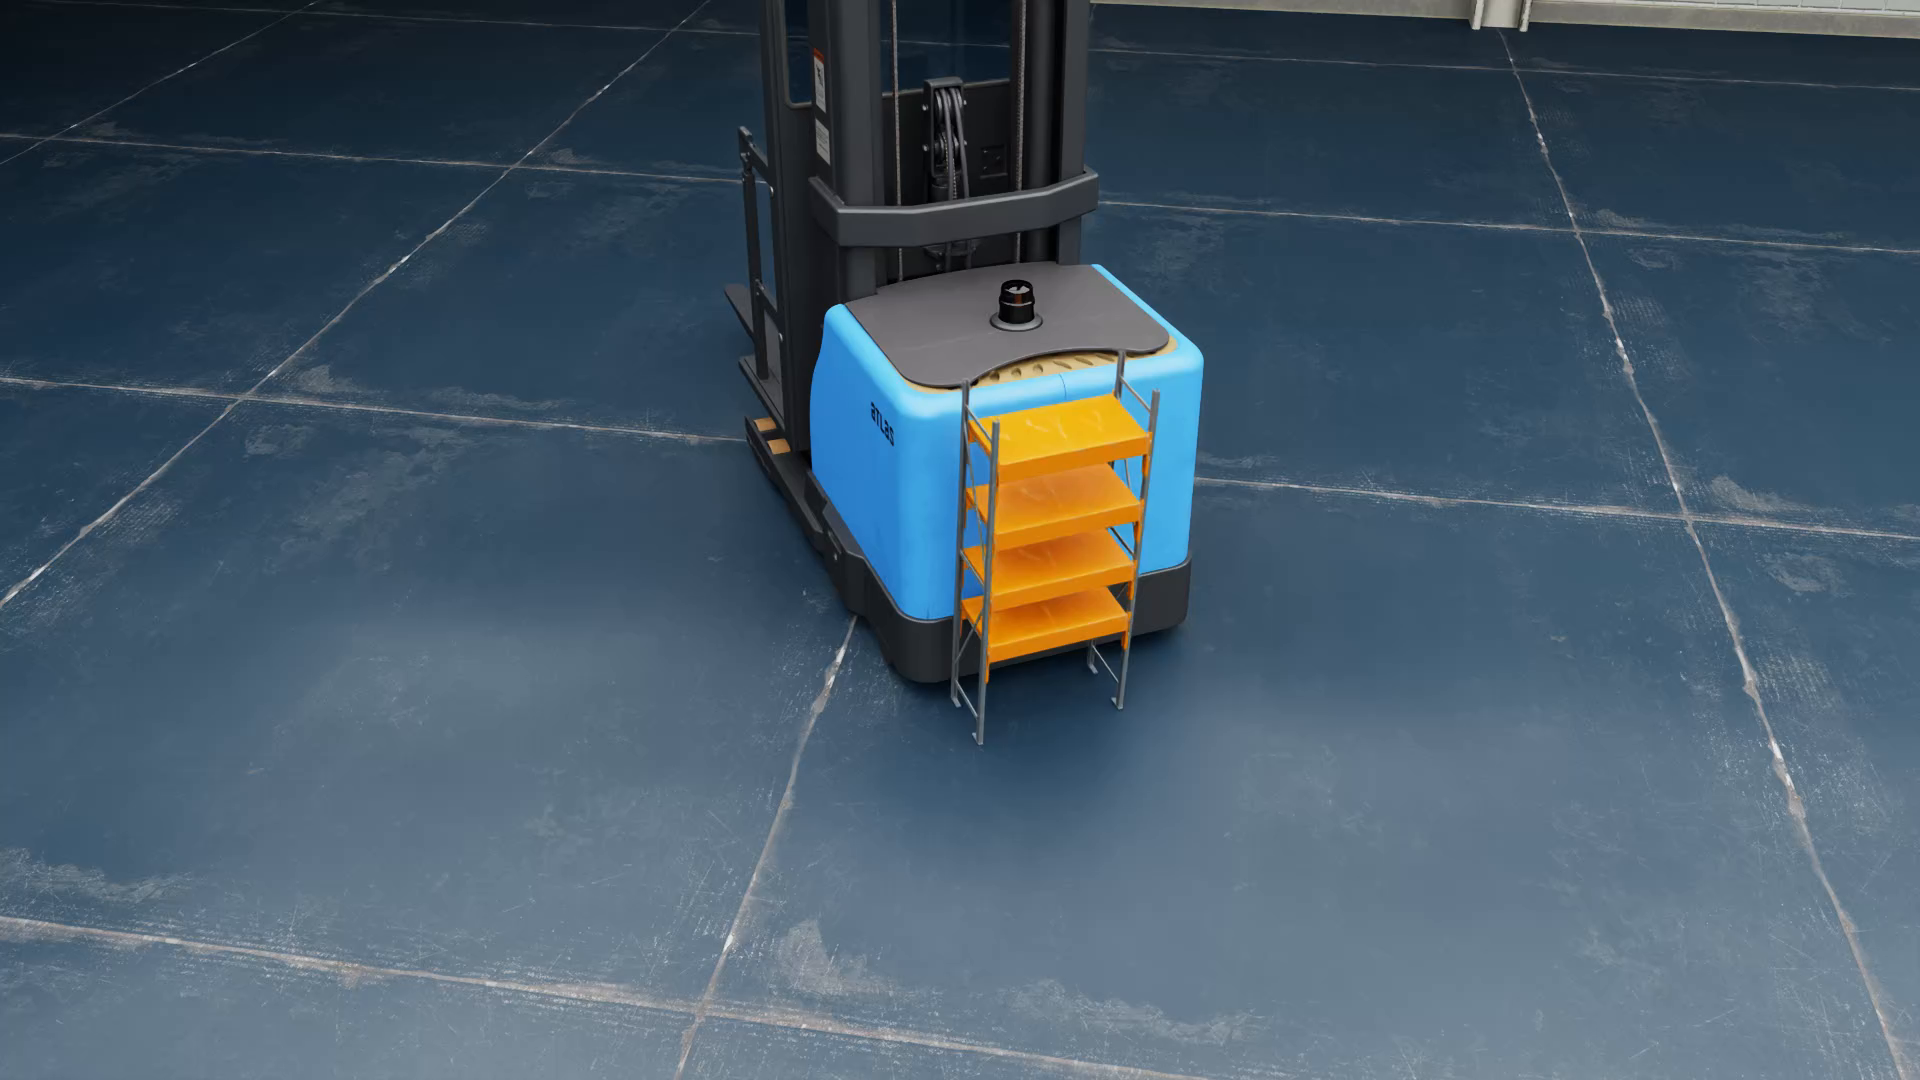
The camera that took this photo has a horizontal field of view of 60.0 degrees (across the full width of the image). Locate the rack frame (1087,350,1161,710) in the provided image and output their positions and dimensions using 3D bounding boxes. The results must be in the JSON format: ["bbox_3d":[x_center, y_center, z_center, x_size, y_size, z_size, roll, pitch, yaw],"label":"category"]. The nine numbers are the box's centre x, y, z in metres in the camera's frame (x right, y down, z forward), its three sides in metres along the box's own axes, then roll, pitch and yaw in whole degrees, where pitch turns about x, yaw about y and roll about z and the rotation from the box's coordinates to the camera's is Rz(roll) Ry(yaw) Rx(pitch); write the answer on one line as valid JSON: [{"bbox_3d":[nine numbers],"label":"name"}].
[{"bbox_3d":[0.492,-0.002,5.102,0.015,1.200,0.240,-12,39,-18],"label":"rack frame"}]

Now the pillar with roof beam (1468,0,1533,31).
[{"bbox_3d":[3.277,-5.400,6.396,0.400,9.000,9.100,5,32,8],"label":"pillar with roof beam"}]

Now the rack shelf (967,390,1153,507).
[{"bbox_3d":[0.278,-0.268,4.791,0.480,0.148,0.258,-12,39,-18],"label":"rack shelf"}]

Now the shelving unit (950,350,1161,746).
[{"bbox_3d":[0.266,0.047,5.025,0.503,1.200,0.258,-12,39,-18],"label":"shelving unit"}]

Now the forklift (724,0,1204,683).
[{"bbox_3d":[-0.227,-1.551,5.966,1.130,2.935,3.031,-12,34,-18],"label":"forklift"}]

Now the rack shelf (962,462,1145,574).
[{"bbox_3d":[0.271,-0.079,4.932,0.480,0.148,0.258,-12,39,-18],"label":"rack shelf"}]

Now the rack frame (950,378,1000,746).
[{"bbox_3d":[0.039,0.095,4.949,0.015,1.200,0.240,-12,39,-18],"label":"rack frame"}]

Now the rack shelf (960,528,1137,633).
[{"bbox_3d":[0.264,0.101,5.066,0.480,0.148,0.258,-12,39,-18],"label":"rack shelf"}]

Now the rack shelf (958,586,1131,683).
[{"bbox_3d":[0.258,0.260,5.184,0.480,0.148,0.258,-12,39,-18],"label":"rack shelf"}]
